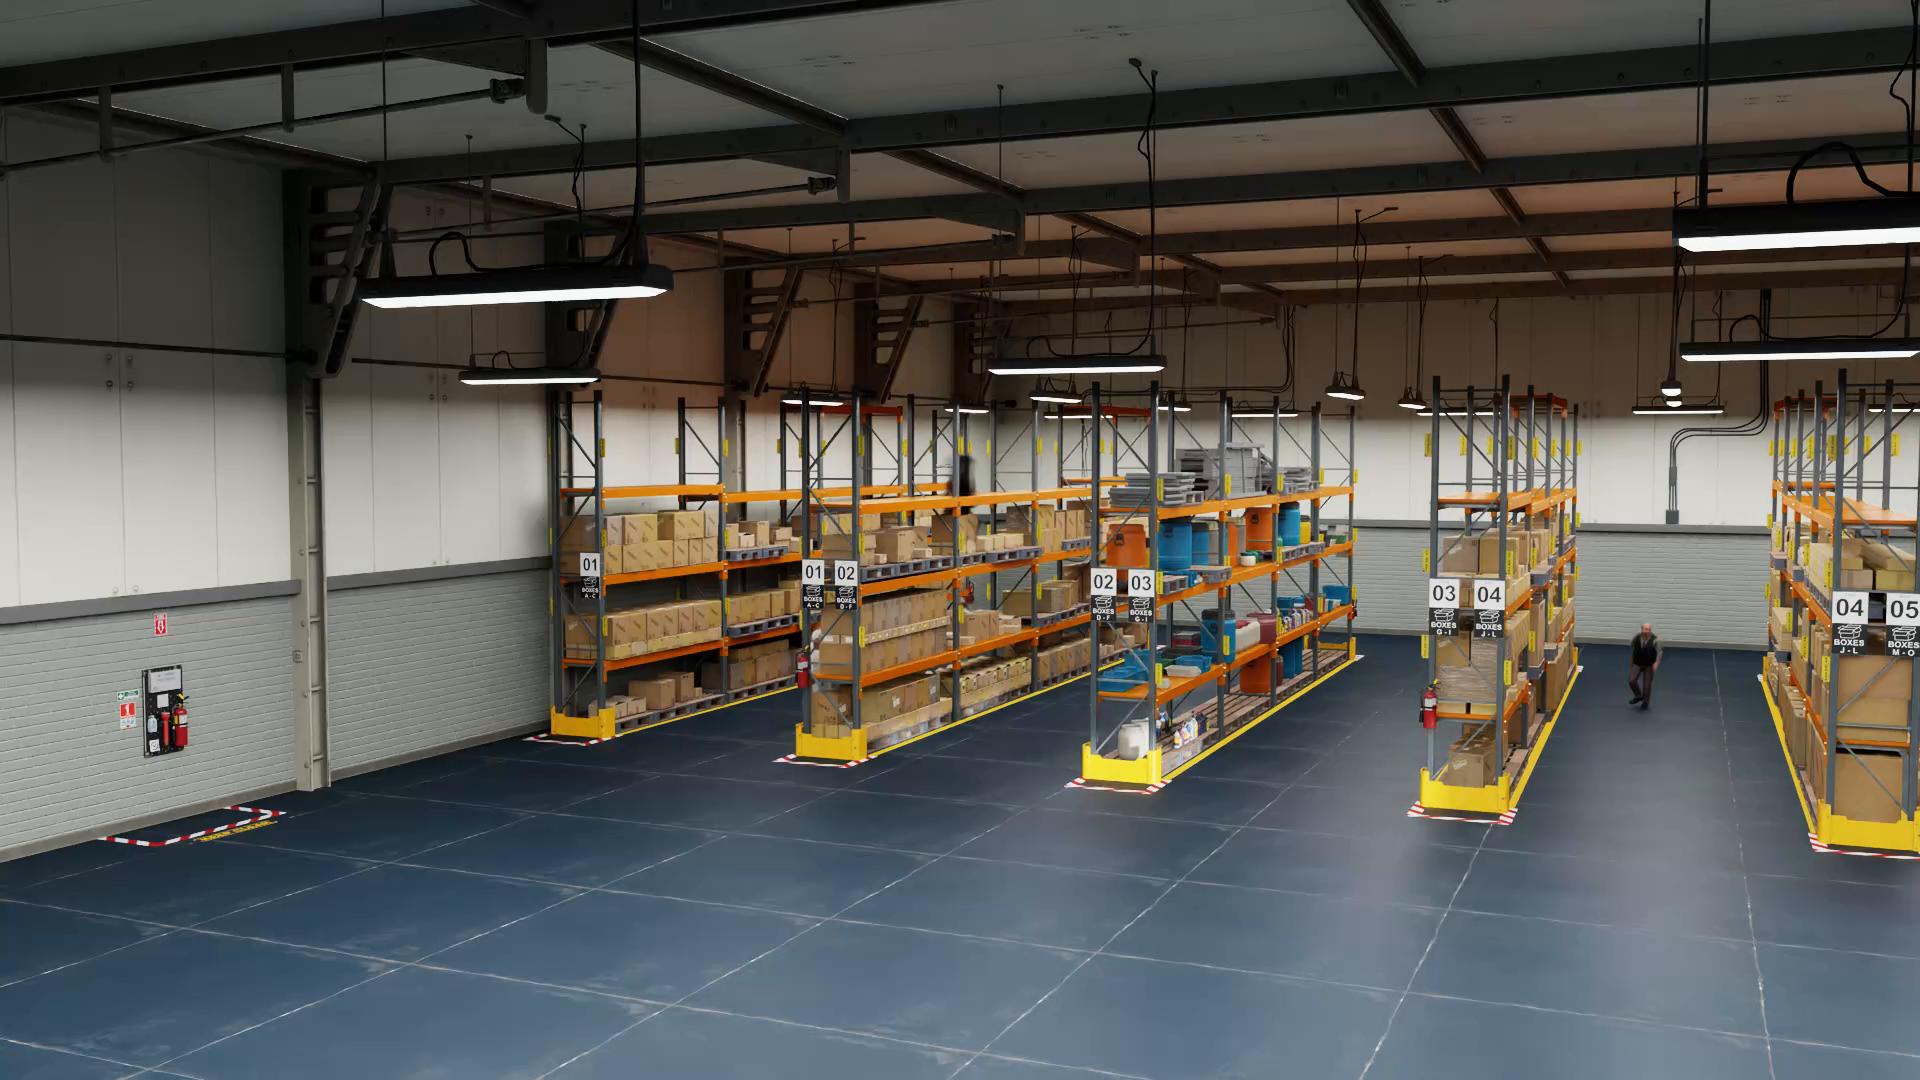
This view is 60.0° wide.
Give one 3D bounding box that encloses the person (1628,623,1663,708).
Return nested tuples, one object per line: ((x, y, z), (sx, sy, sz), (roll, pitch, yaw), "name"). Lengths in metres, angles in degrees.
((13.115, 2.410, 31.834), (0.665, 1.654, 0.701), (2, 4, 35), "person")

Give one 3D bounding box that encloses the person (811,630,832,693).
((-2.567, 2.472, 30.531), (0.696, 1.699, 0.605), (-1, 3, -17), "person")

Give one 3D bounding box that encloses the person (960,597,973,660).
((0.073, 2.118, 36.793), (0.573, 1.738, 0.747), (1, 3, 25), "person")
